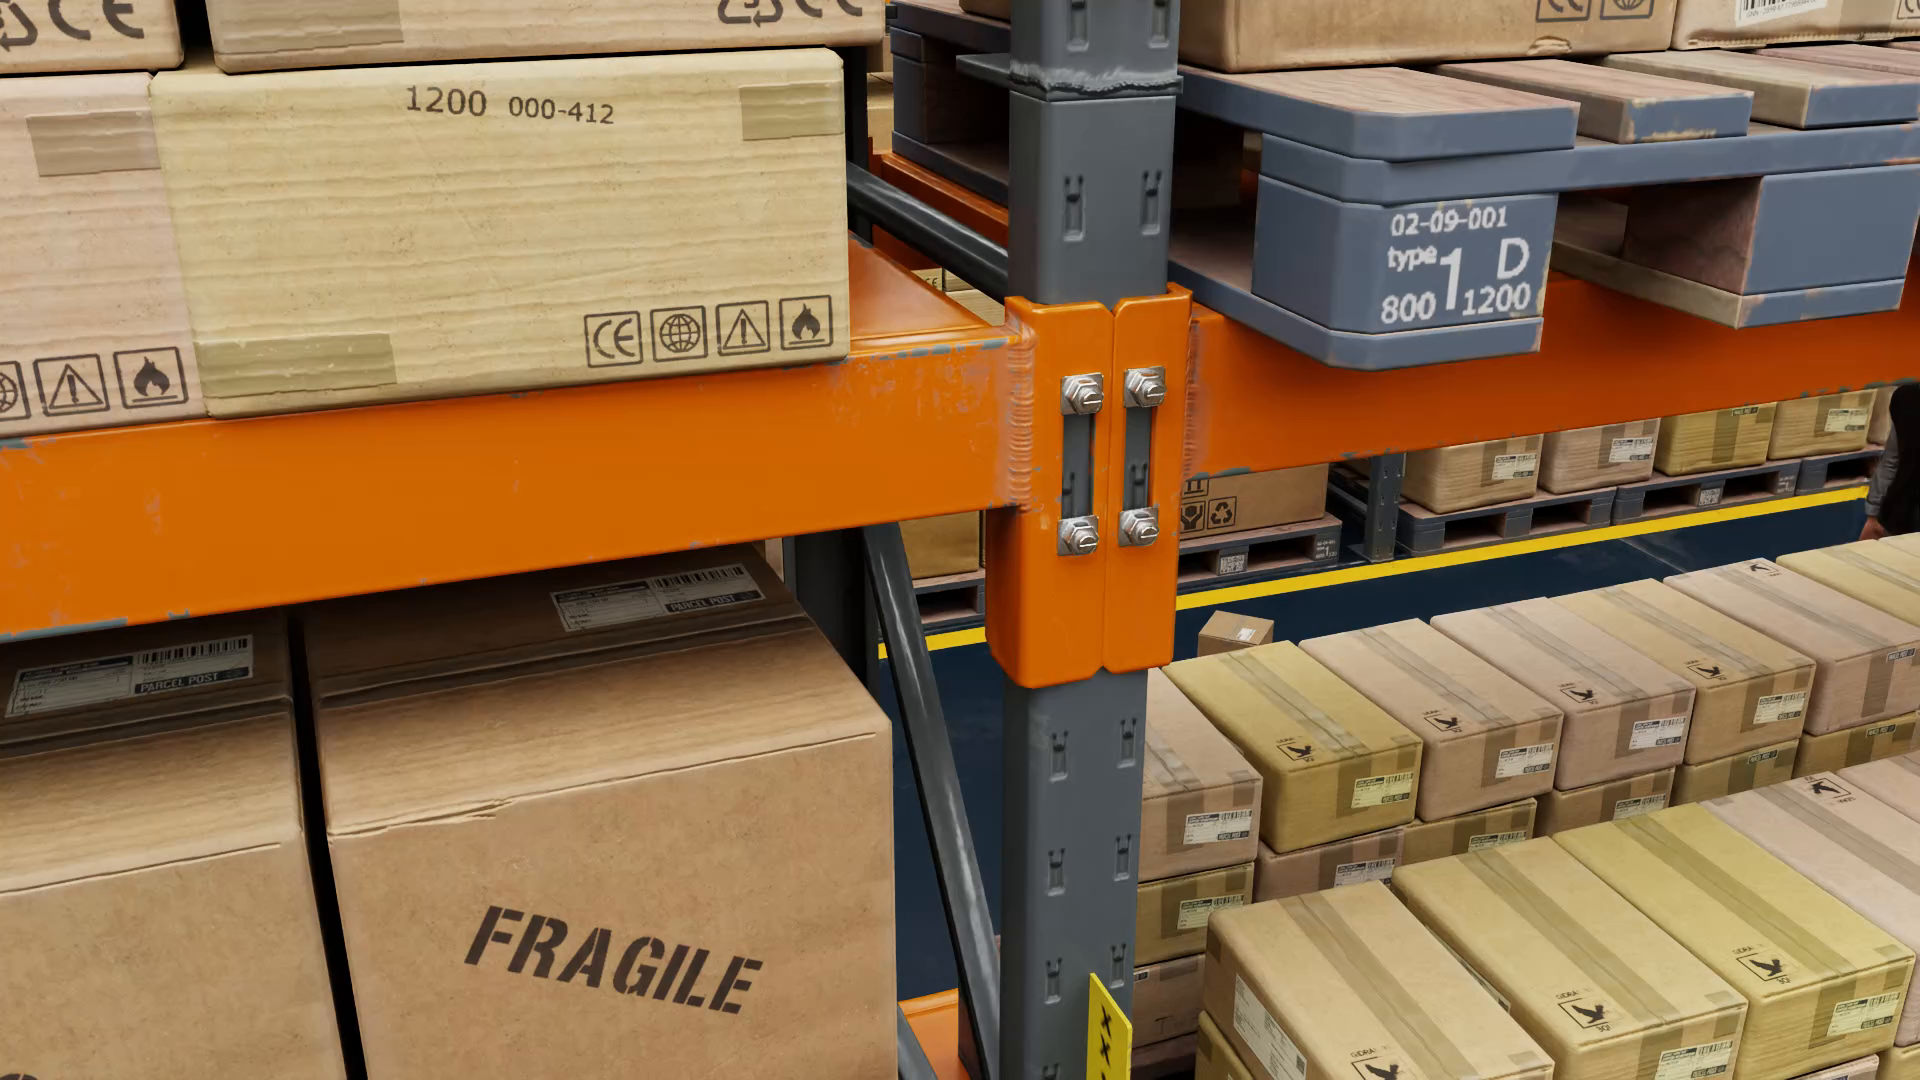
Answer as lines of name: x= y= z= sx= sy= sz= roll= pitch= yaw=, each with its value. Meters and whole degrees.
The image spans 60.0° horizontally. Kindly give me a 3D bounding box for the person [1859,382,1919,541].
person: x=3.570 y=0.045 z=6.126 sx=0.949 sy=1.603 sz=0.552 roll=3 pitch=23 yaw=7
